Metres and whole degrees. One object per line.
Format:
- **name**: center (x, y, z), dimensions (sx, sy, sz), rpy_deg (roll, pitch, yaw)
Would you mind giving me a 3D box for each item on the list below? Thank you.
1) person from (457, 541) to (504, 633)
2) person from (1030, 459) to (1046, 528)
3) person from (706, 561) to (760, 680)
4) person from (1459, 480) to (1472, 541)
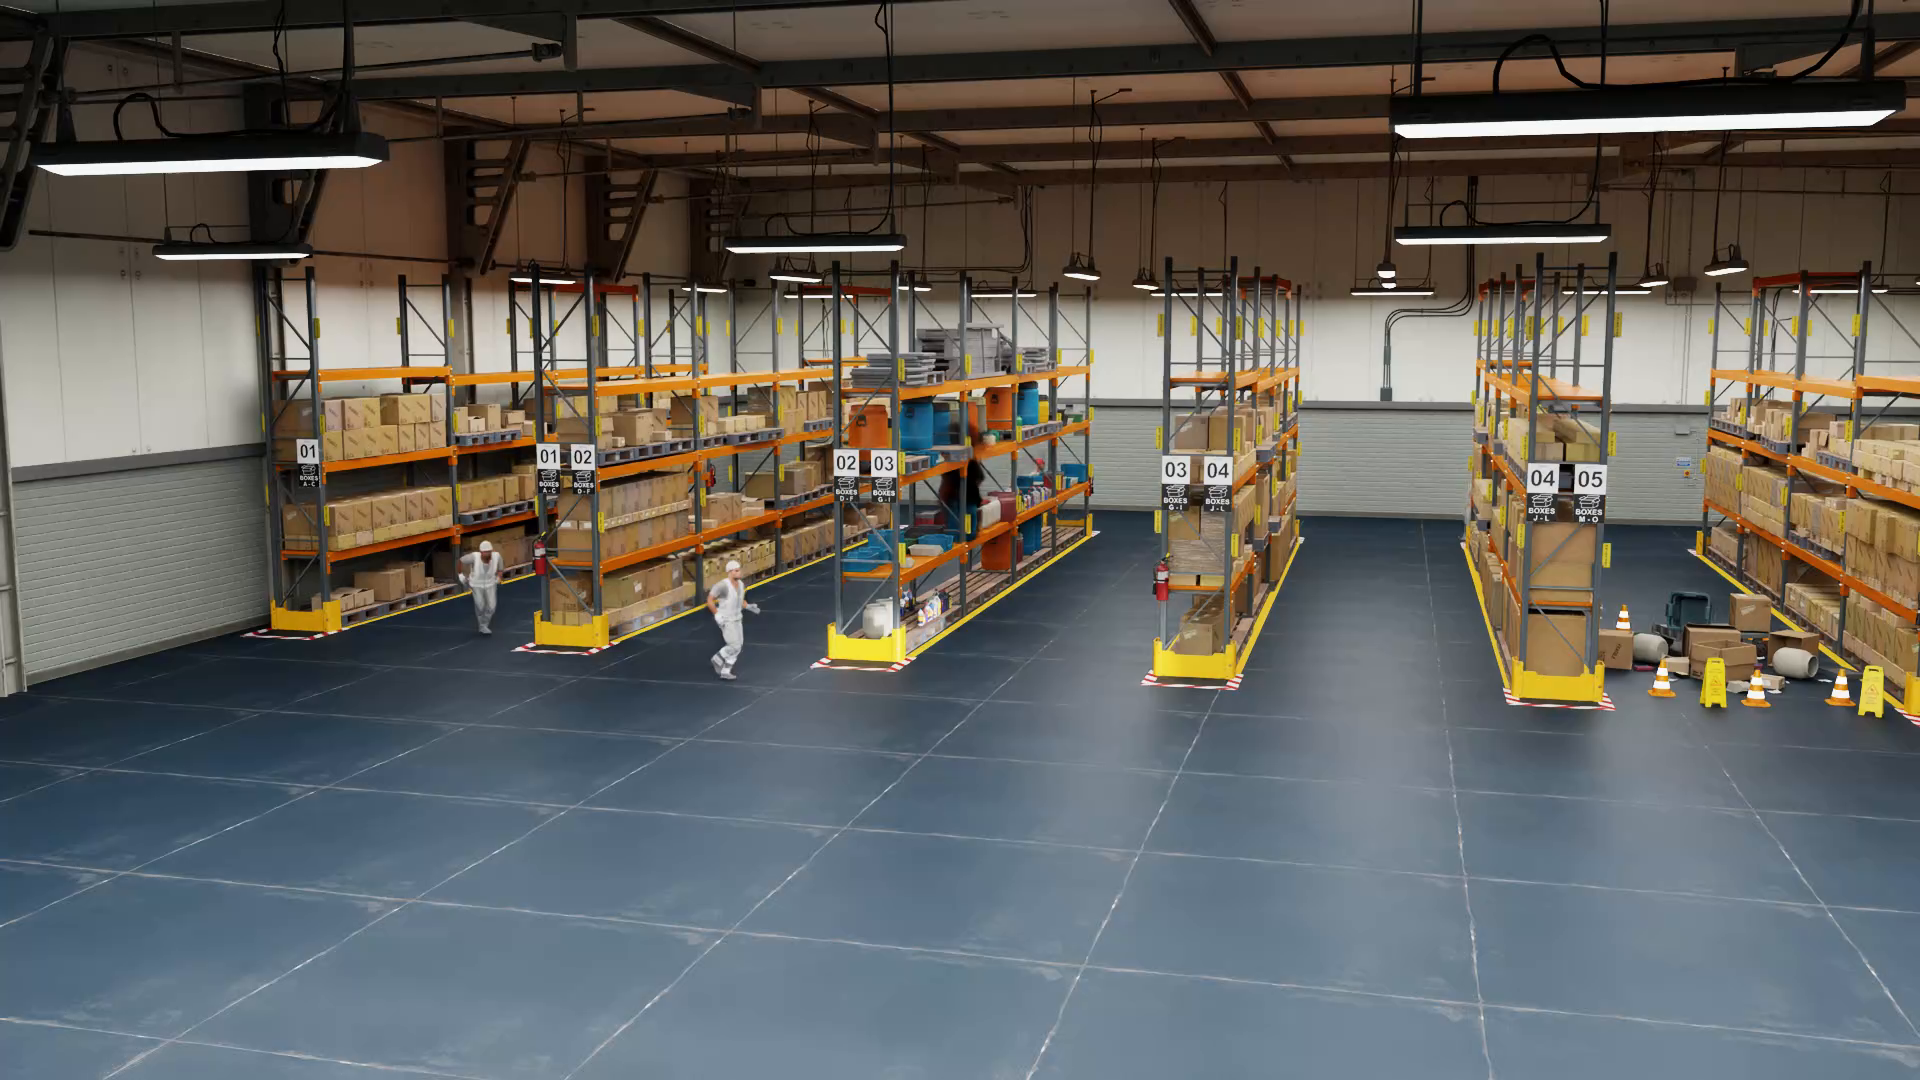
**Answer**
- **person**: center (-7.817, 0.779, 27.160), dimensions (0.724, 1.589, 0.818), rpy_deg (-3, 8, -25)
- **person**: center (1.935, -1.197, 42.037), dimensions (0.897, 1.720, 0.760), rpy_deg (4, 8, 31)
- **person**: center (-3.265, 1.125, 23.682), dimensions (0.674, 1.677, 0.663), rpy_deg (5, 9, 35)
- **person**: center (12.270, -0.881, 39.341), dimensions (0.968, 1.780, 0.674), rpy_deg (-3, 8, -21)
